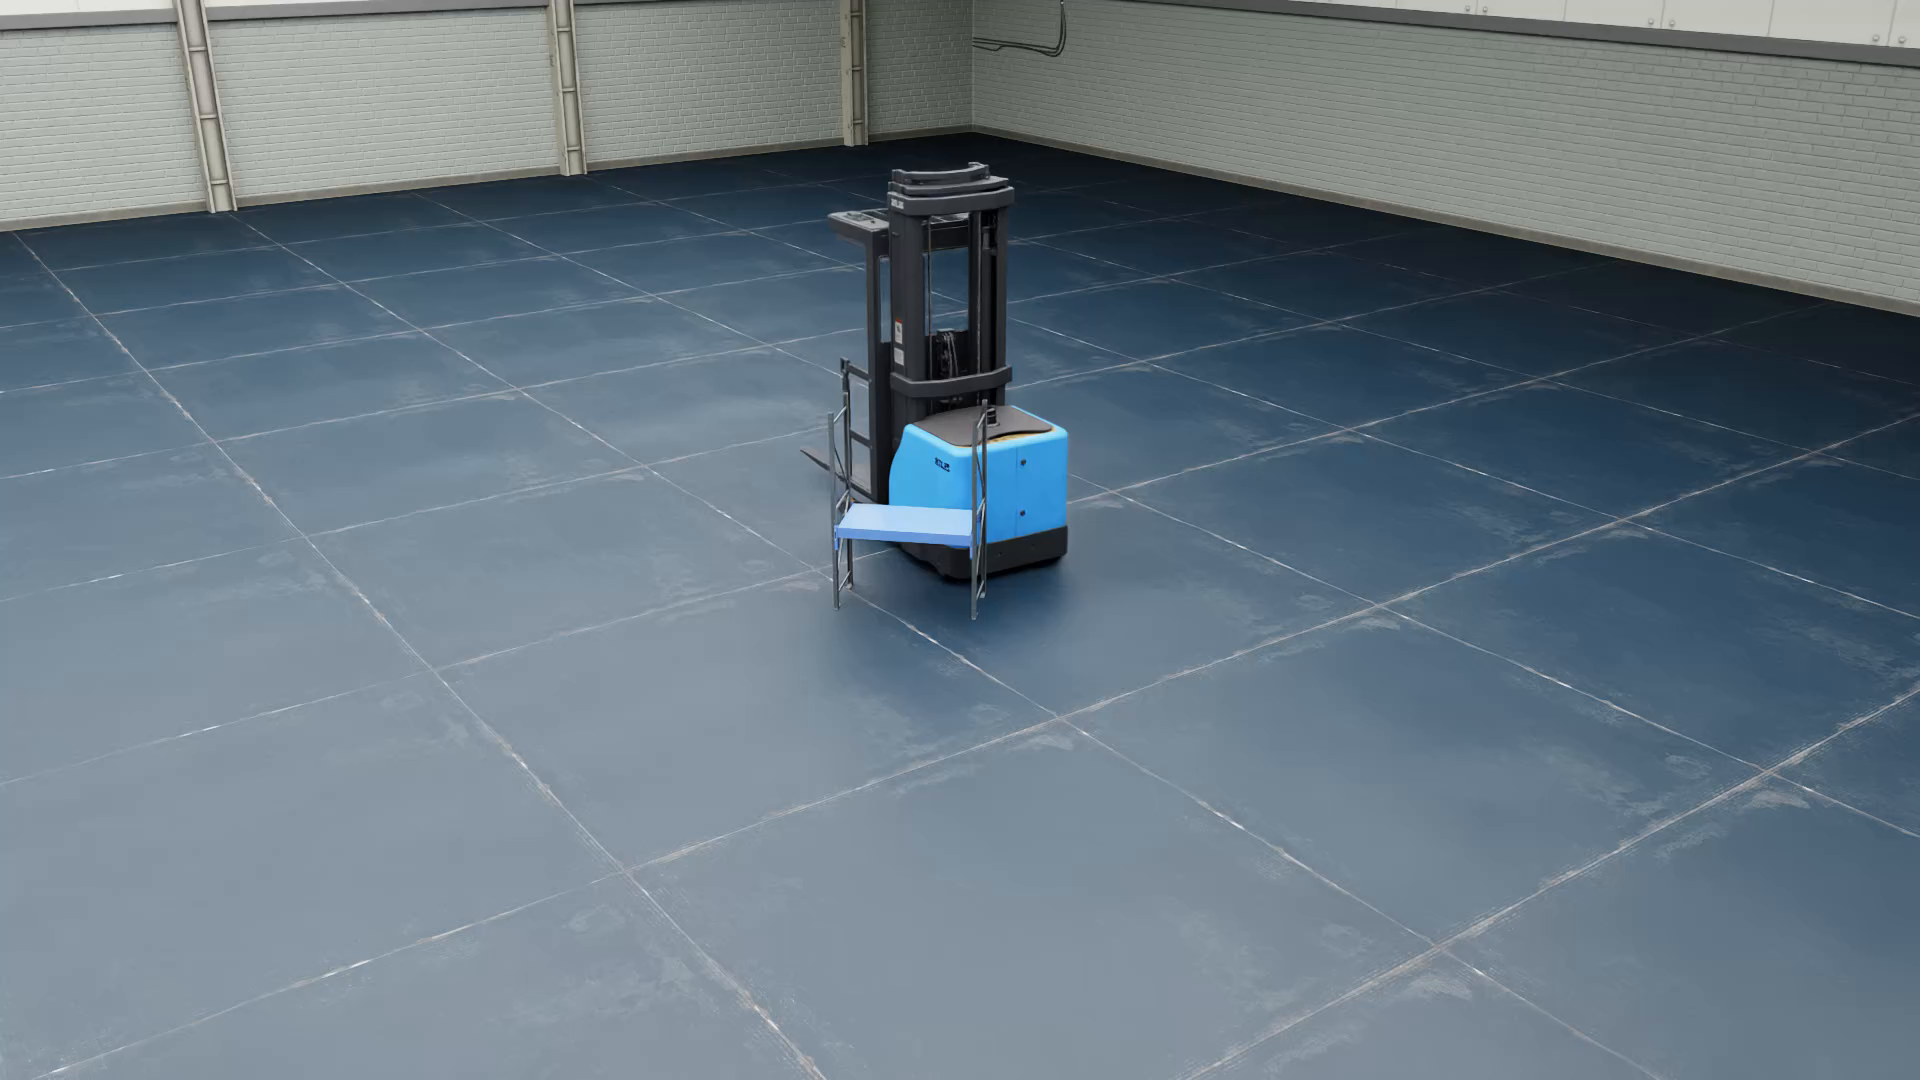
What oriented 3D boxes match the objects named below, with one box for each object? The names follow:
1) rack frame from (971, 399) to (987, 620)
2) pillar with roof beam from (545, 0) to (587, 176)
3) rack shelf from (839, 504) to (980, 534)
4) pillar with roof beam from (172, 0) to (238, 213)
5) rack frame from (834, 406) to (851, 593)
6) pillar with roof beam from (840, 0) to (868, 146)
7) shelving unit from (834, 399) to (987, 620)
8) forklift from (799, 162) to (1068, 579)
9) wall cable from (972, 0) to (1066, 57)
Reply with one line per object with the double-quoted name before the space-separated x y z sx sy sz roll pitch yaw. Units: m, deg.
"rack frame" 0.139 -0.214 11.909 0.032 1.500 0.500 4 22 9
"pillar with roof beam" -4.432 -9.466 24.977 0.400 9.000 9.100 -15 26 -33
"rack shelf" -0.362 -0.140 12.030 0.952 0.026 0.459 4 22 9
"pillar with roof beam" -9.303 -8.168 21.723 0.400 9.000 9.100 -15 26 -33
"rack frame" -0.863 -0.277 12.068 0.013 1.308 0.475 4 22 9
"pillar with roof beam" 0.438 -10.765 28.232 0.400 9.000 9.100 -15 26 -33
"shelving unit" -0.358 -0.245 11.987 1.039 1.500 0.500 4 22 9
"forklift" -0.363 -1.569 13.373 1.130 2.935 3.031 -13 25 -29
"wall cable" 1.088 -10.858 32.654 0.112 2.526 3.097 -15 26 -33
